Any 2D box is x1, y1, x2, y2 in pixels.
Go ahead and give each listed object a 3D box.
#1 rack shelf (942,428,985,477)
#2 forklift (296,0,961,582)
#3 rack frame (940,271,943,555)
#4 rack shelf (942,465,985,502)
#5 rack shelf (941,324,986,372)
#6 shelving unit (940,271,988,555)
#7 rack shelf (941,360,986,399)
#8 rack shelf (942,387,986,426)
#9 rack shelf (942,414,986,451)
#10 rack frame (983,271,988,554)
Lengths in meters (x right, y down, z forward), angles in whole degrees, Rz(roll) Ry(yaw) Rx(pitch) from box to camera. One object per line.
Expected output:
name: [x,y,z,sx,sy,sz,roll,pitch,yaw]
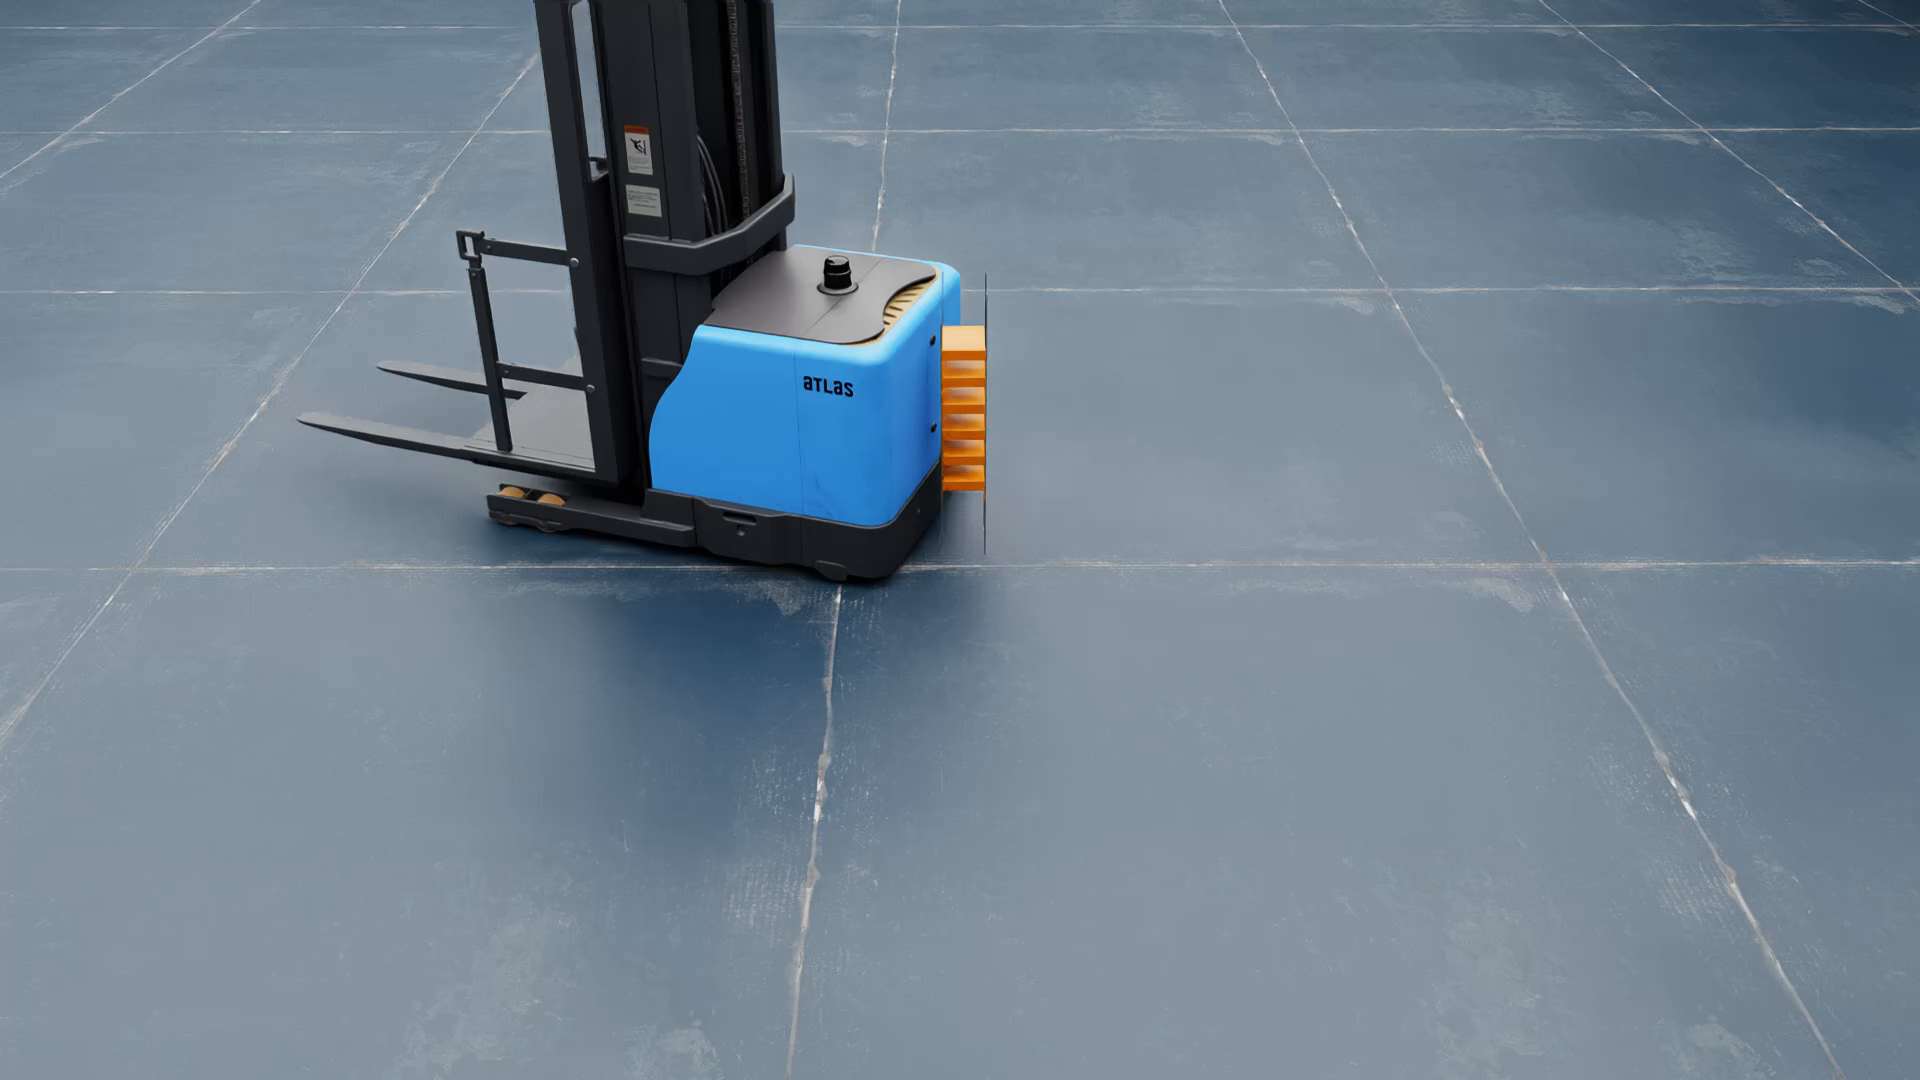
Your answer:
rack shelf: [0.014,-0.372,7.024,0.180,0.103,0.258,0,31,0]
forklift: [-1.557,-1.533,6.950,3.031,2.935,1.130,10,33,16]
rack frame: [-0.077,-0.513,6.938,0.006,1.200,0.240,0,31,0]
rack shelf: [0.014,-0.270,7.086,0.180,0.103,0.258,0,31,0]
rack shelf: [0.014,-0.783,6.775,0.180,0.103,0.258,0,31,0]
shelving unit: [0.014,-0.513,6.939,0.189,1.200,0.258,0,31,0]
rack shelf: [0.014,-0.680,6.837,0.180,0.103,0.258,0,31,0]
rack shelf: [0.014,-0.578,6.900,0.180,0.103,0.258,0,31,0]
rack shelf: [0.014,-0.475,6.962,0.180,0.103,0.258,0,31,0]
rack frame: [0.106,-0.513,6.939,0.006,1.200,0.240,0,31,0]
